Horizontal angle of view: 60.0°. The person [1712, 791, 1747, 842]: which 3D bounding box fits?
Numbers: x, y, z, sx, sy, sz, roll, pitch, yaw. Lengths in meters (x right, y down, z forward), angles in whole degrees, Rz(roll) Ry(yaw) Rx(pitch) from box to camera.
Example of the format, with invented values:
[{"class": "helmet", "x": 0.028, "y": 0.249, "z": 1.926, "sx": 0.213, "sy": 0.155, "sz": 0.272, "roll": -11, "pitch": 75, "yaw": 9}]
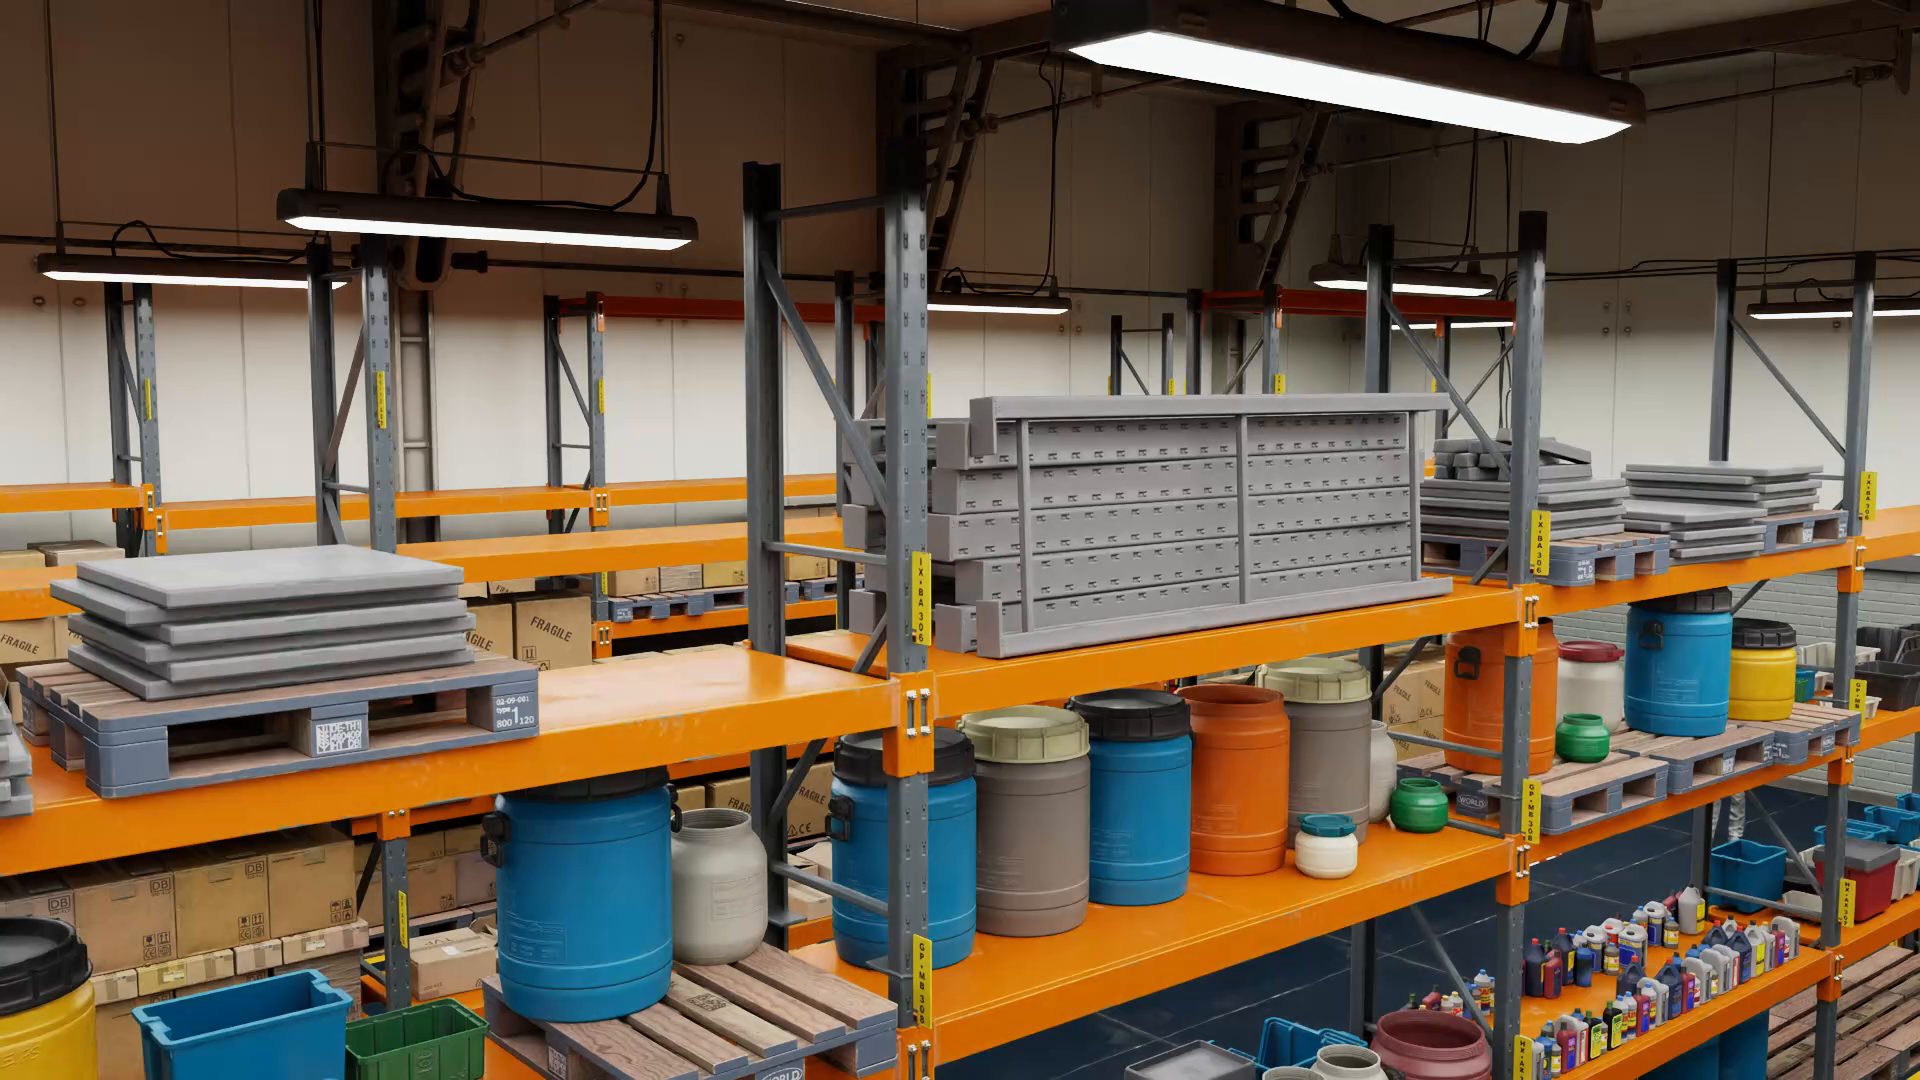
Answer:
[{"class": "person", "x": 8.503, "y": 2.506, "z": 18.385, "sx": 0.591, "sy": 1.798, "sz": 0.503, "roll": 4, "pitch": 7, "yaw": 37}]
